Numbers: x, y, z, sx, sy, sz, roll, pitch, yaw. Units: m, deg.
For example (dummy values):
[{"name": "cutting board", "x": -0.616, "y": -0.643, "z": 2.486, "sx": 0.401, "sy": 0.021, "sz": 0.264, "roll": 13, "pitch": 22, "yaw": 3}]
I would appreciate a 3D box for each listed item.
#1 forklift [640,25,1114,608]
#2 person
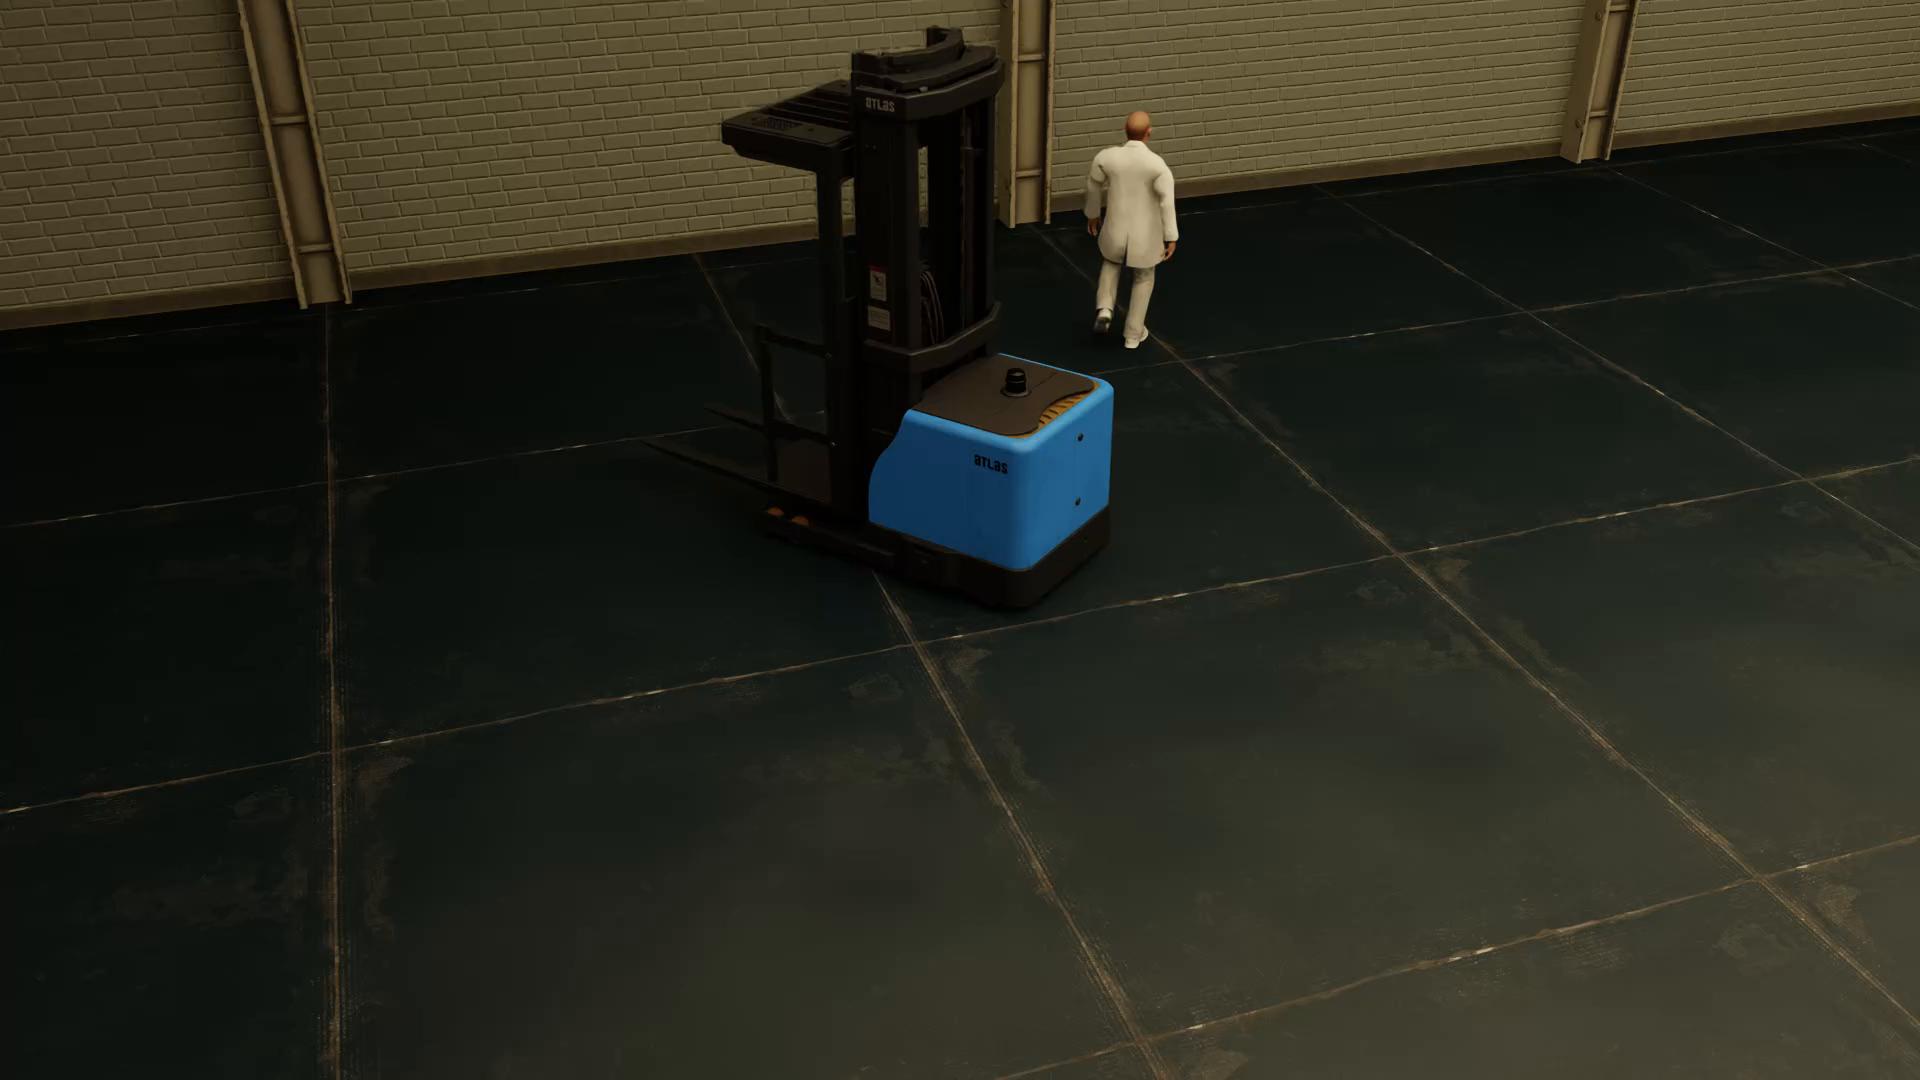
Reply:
[{"name": "forklift", "x": -0.621, "y": -1.445, "z": 9.599, "sx": 3.031, "sy": 2.935, "sz": 1.130, "roll": 18, "pitch": 35, "yaw": 29}, {"name": "person", "x": 1.262, "y": -2.290, "z": 12.246, "sx": 0.765, "sy": 1.758, "sz": 0.502, "roll": 11, "pitch": 32, "yaw": 18}]
